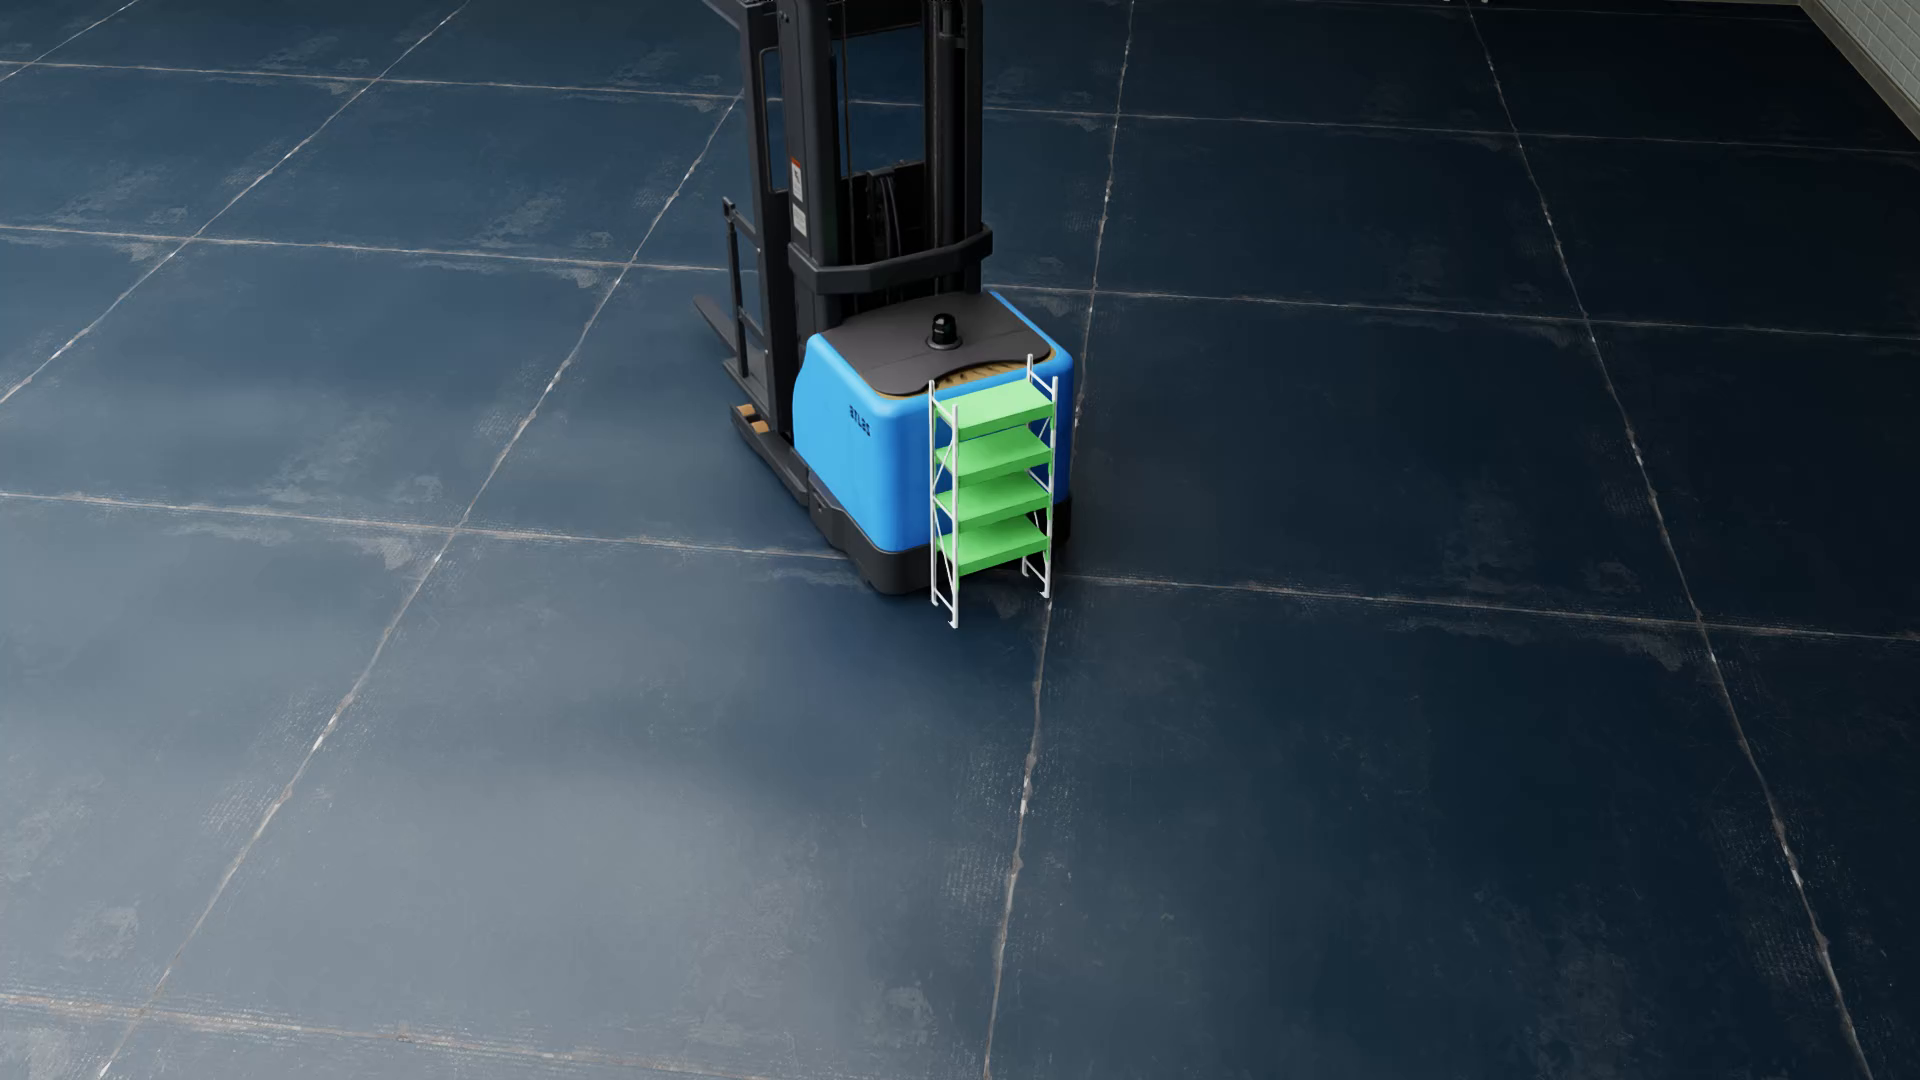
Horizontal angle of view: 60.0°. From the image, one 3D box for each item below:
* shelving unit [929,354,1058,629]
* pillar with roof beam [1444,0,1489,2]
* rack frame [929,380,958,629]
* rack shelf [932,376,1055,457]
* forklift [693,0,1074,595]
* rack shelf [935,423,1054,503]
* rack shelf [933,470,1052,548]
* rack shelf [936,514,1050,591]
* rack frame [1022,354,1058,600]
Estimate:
[{"bbox_3d":[0.144,-0.204,7.503,0.503,1.200,0.258,-17,39,-22],"label":"shelving unit"},{"bbox_3d":[4.068,-6.162,9.137,0.400,9.000,9.100,4,36,6],"label":"pillar with roof beam"},{"bbox_3d":[-0.072,-0.138,7.411,0.015,1.200,0.240,-17,39,-22],"label":"rack frame"},{"bbox_3d":[0.145,-0.543,7.261,0.480,0.148,0.258,-17,39,-22],"label":"rack shelf"},{"bbox_3d":[-0.591,-1.776,8.215,1.130,2.935,3.031,-17,39,-22],"label":"forklift"},{"bbox_3d":[0.144,-0.348,7.400,0.480,0.148,0.258,-17,39,-22],"label":"rack shelf"},{"bbox_3d":[0.144,-0.152,7.540,0.480,0.148,0.258,-17,39,-22],"label":"rack shelf"},{"bbox_3d":[0.144,0.043,7.680,0.480,0.148,0.258,-17,39,-22],"label":"rack shelf"},{"bbox_3d":[0.360,-0.270,7.595,0.015,1.200,0.240,-17,39,-22],"label":"rack frame"}]
